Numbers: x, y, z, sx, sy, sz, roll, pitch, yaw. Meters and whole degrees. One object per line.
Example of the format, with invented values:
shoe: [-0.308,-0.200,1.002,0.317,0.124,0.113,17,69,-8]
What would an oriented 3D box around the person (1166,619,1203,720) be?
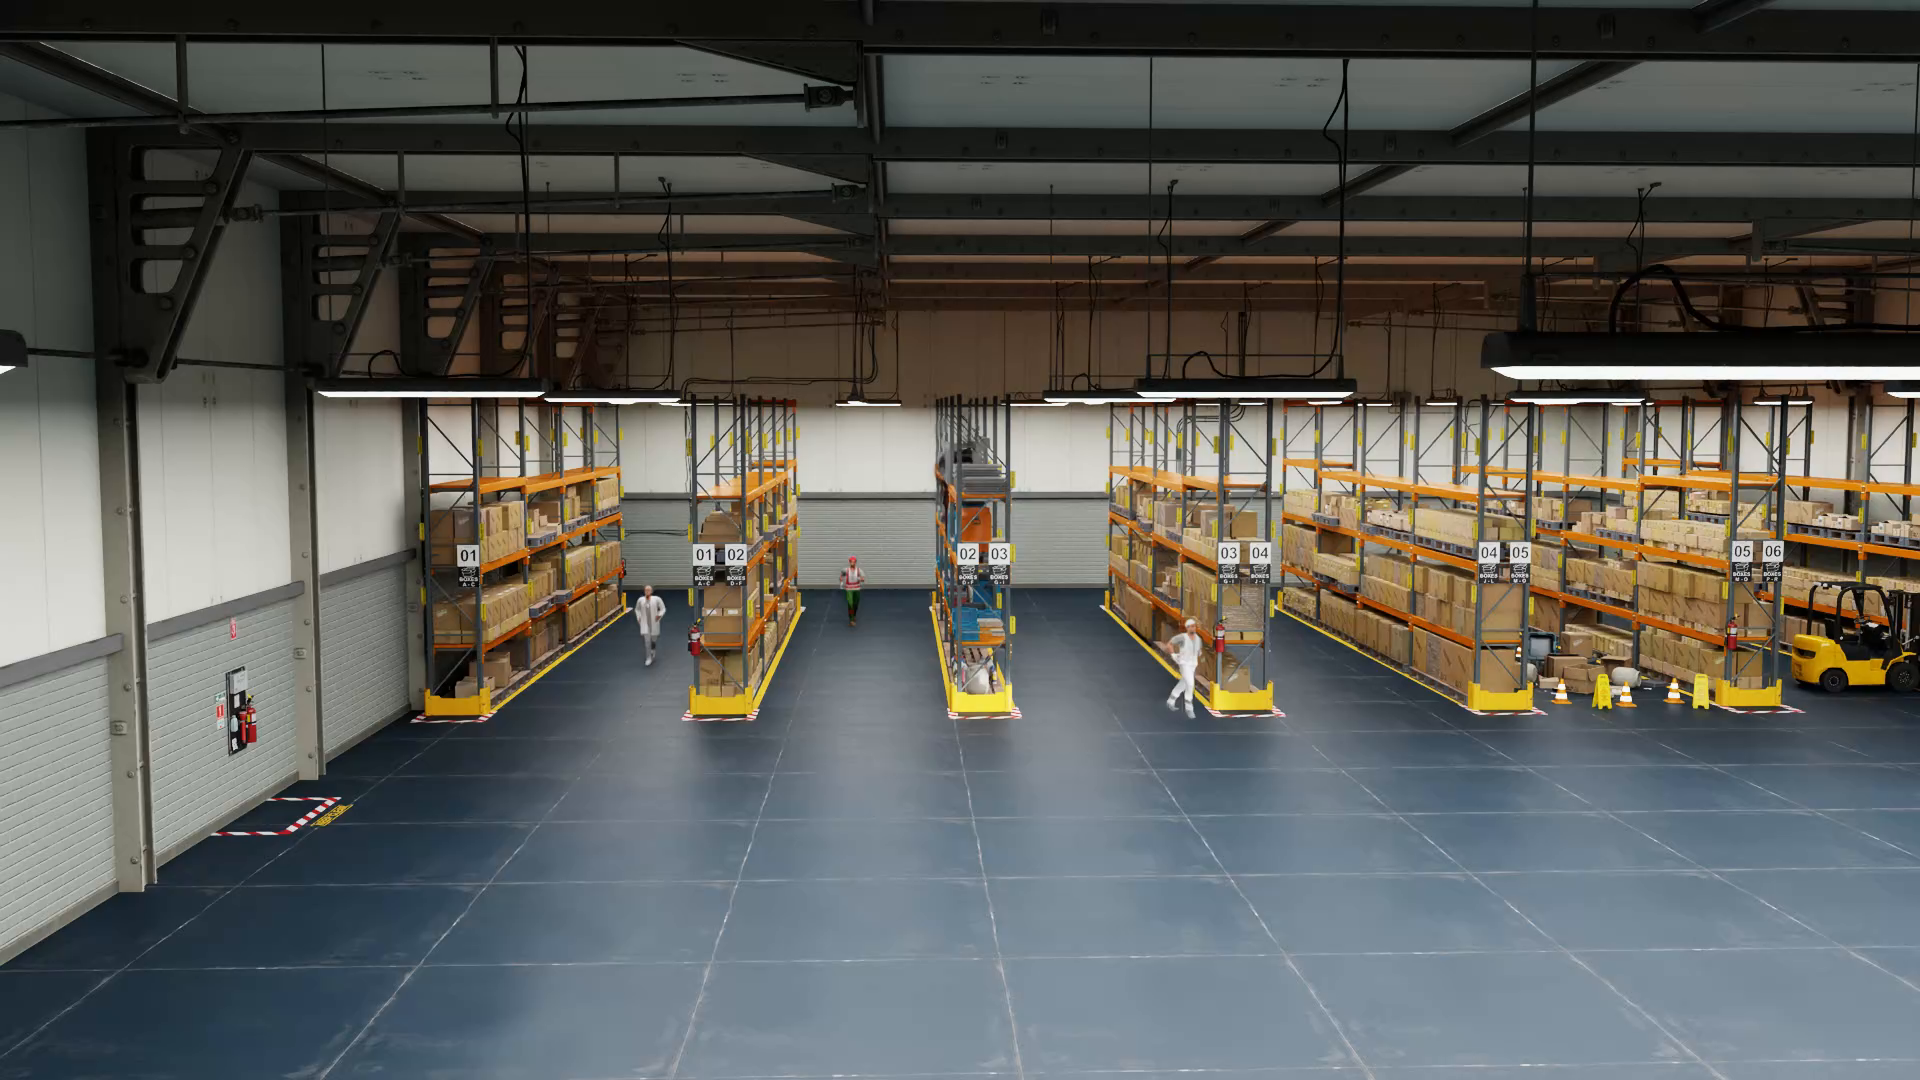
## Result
person: [4.252,2.380,31.072,0.686,1.822,0.847,-3,6,-37]

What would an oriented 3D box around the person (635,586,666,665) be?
person: [-6.994,1.907,37.519,0.706,1.763,0.760,0,5,-3]

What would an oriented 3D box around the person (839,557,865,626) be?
person: [-2.838,1.332,44.055,0.660,1.784,0.986,-1,5,-13]

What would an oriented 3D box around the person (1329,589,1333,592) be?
person: [11.152,1.033,48.972,0.743,1.664,0.617,0,5,-4]
